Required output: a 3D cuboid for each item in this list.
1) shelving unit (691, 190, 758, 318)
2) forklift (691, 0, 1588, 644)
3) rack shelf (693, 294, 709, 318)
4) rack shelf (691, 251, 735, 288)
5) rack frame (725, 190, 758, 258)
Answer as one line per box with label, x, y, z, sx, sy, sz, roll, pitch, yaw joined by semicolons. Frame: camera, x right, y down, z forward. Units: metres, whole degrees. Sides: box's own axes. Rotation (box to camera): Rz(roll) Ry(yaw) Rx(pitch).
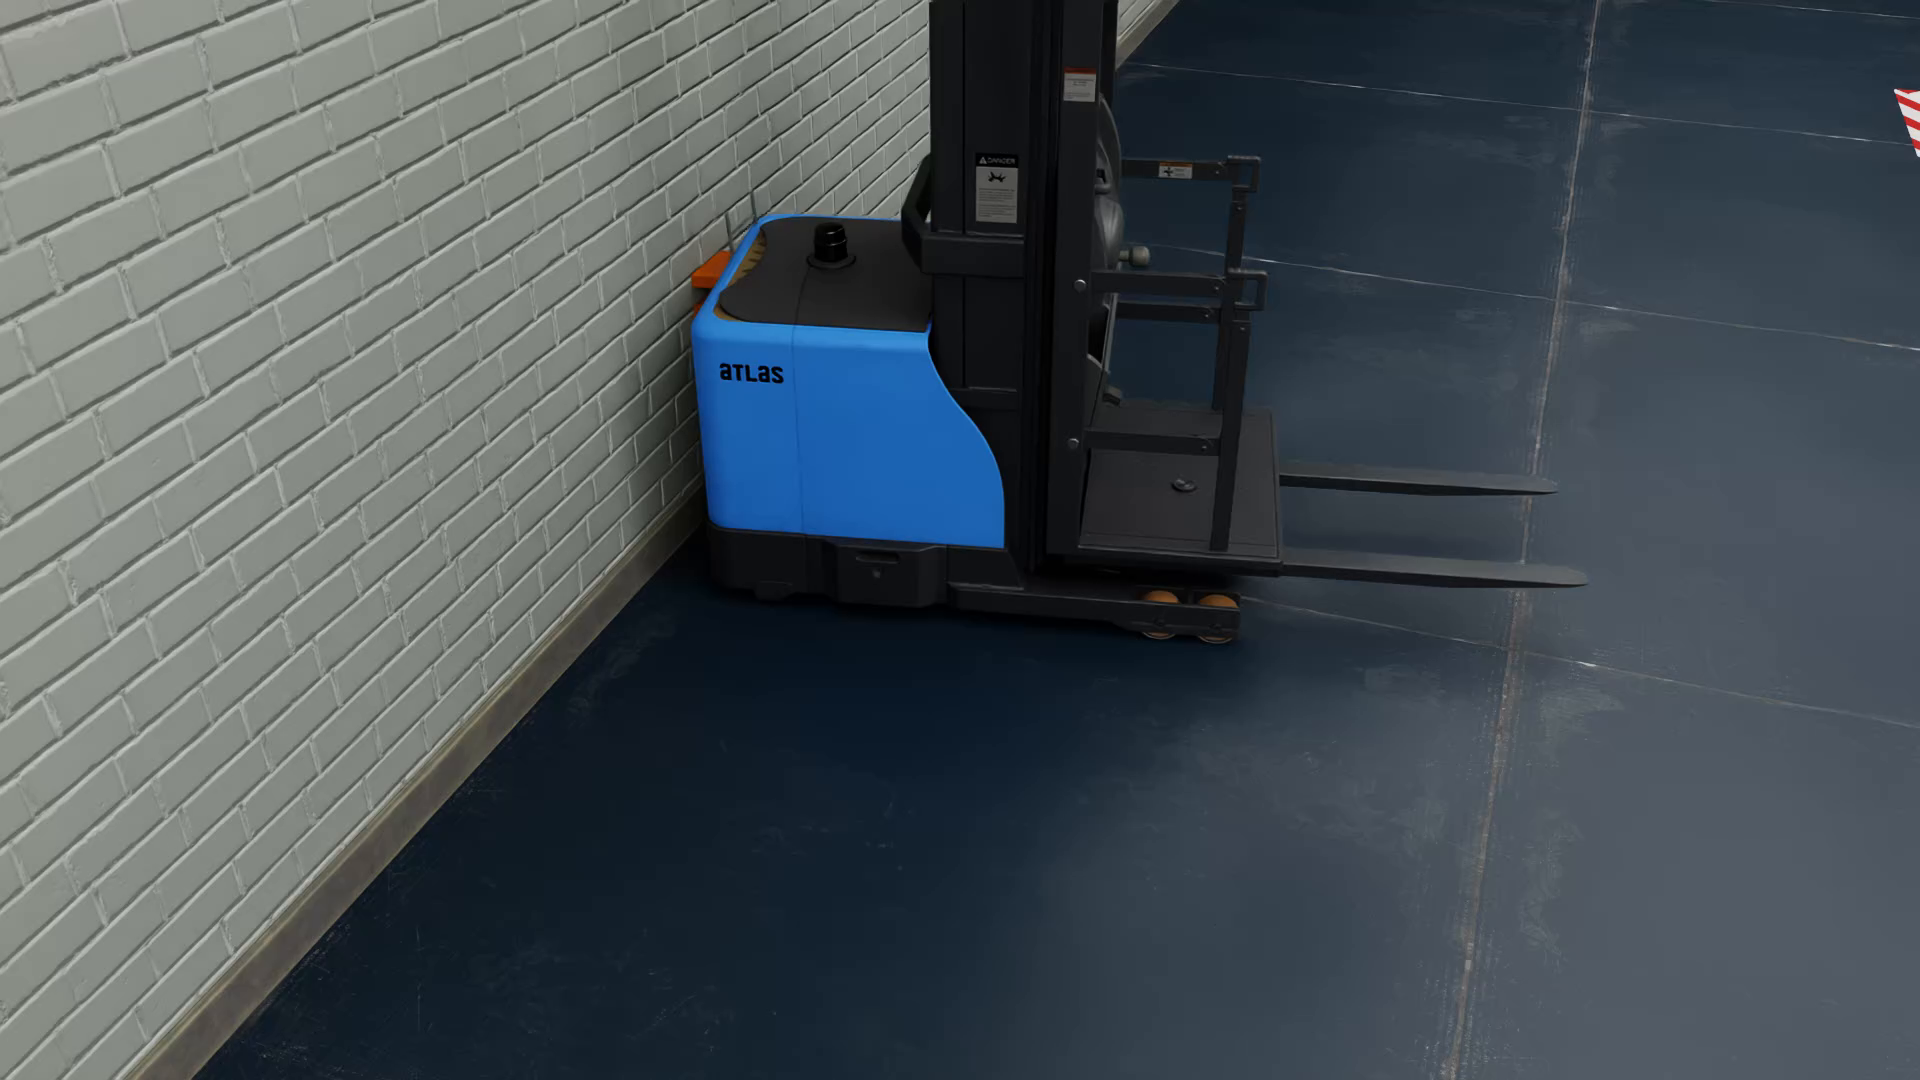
shelving unit;-0.832;-0.694;6.223;0.189;1.200;0.258;6;33;16
forklift;0.665;-1.184;5.381;3.031;2.935;1.130;4;33;6
rack shelf;-0.844;-0.861;6.121;0.180;0.103;0.258;6;33;16
rack shelf;-0.851;-0.963;6.059;0.180;0.103;0.258;6;33;16
rack frame;-0.745;-0.685;6.197;0.006;1.200;0.240;6;33;16
